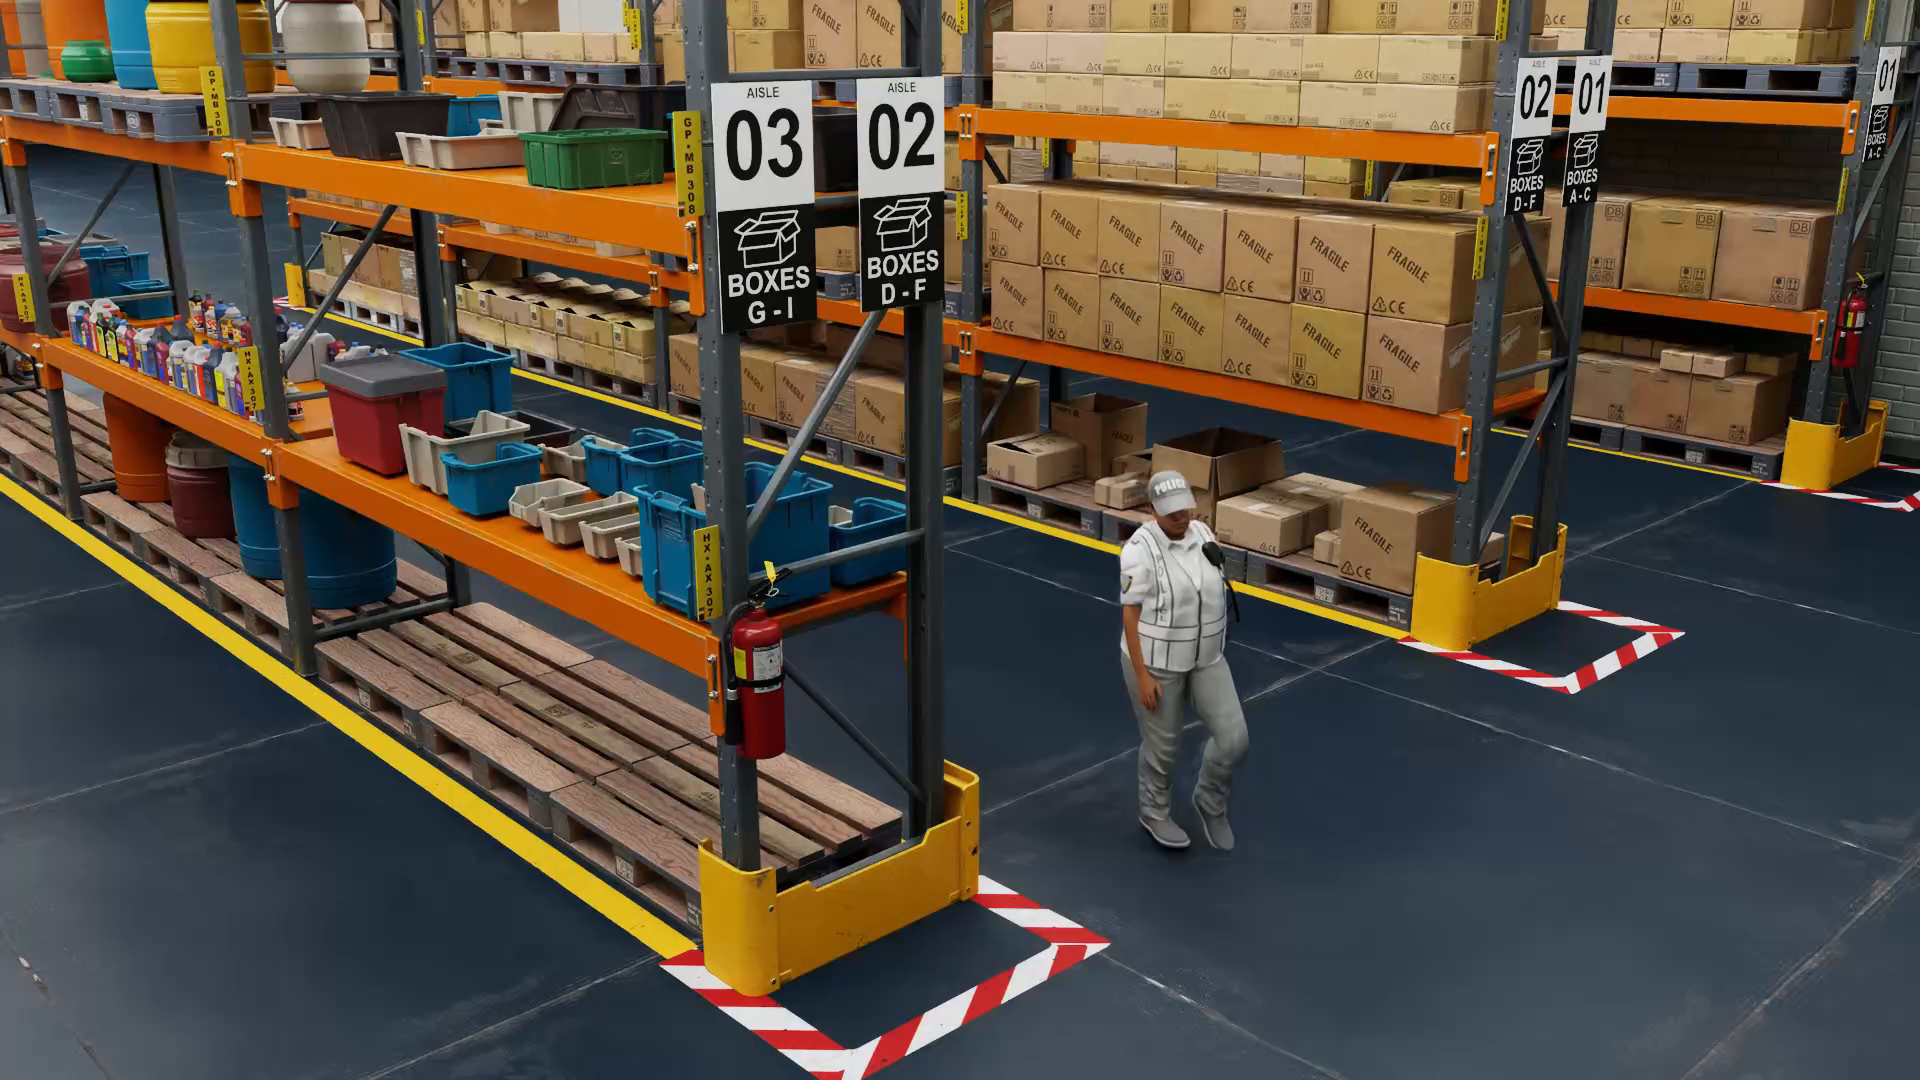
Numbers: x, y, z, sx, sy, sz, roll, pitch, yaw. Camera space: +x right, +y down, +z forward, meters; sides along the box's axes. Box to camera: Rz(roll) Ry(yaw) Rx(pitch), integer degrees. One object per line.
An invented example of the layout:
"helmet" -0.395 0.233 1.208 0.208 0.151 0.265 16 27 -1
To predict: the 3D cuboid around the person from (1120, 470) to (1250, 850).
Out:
"person" 0.920 0.538 6.875 0.524 1.702 0.471 -8 19 -24
